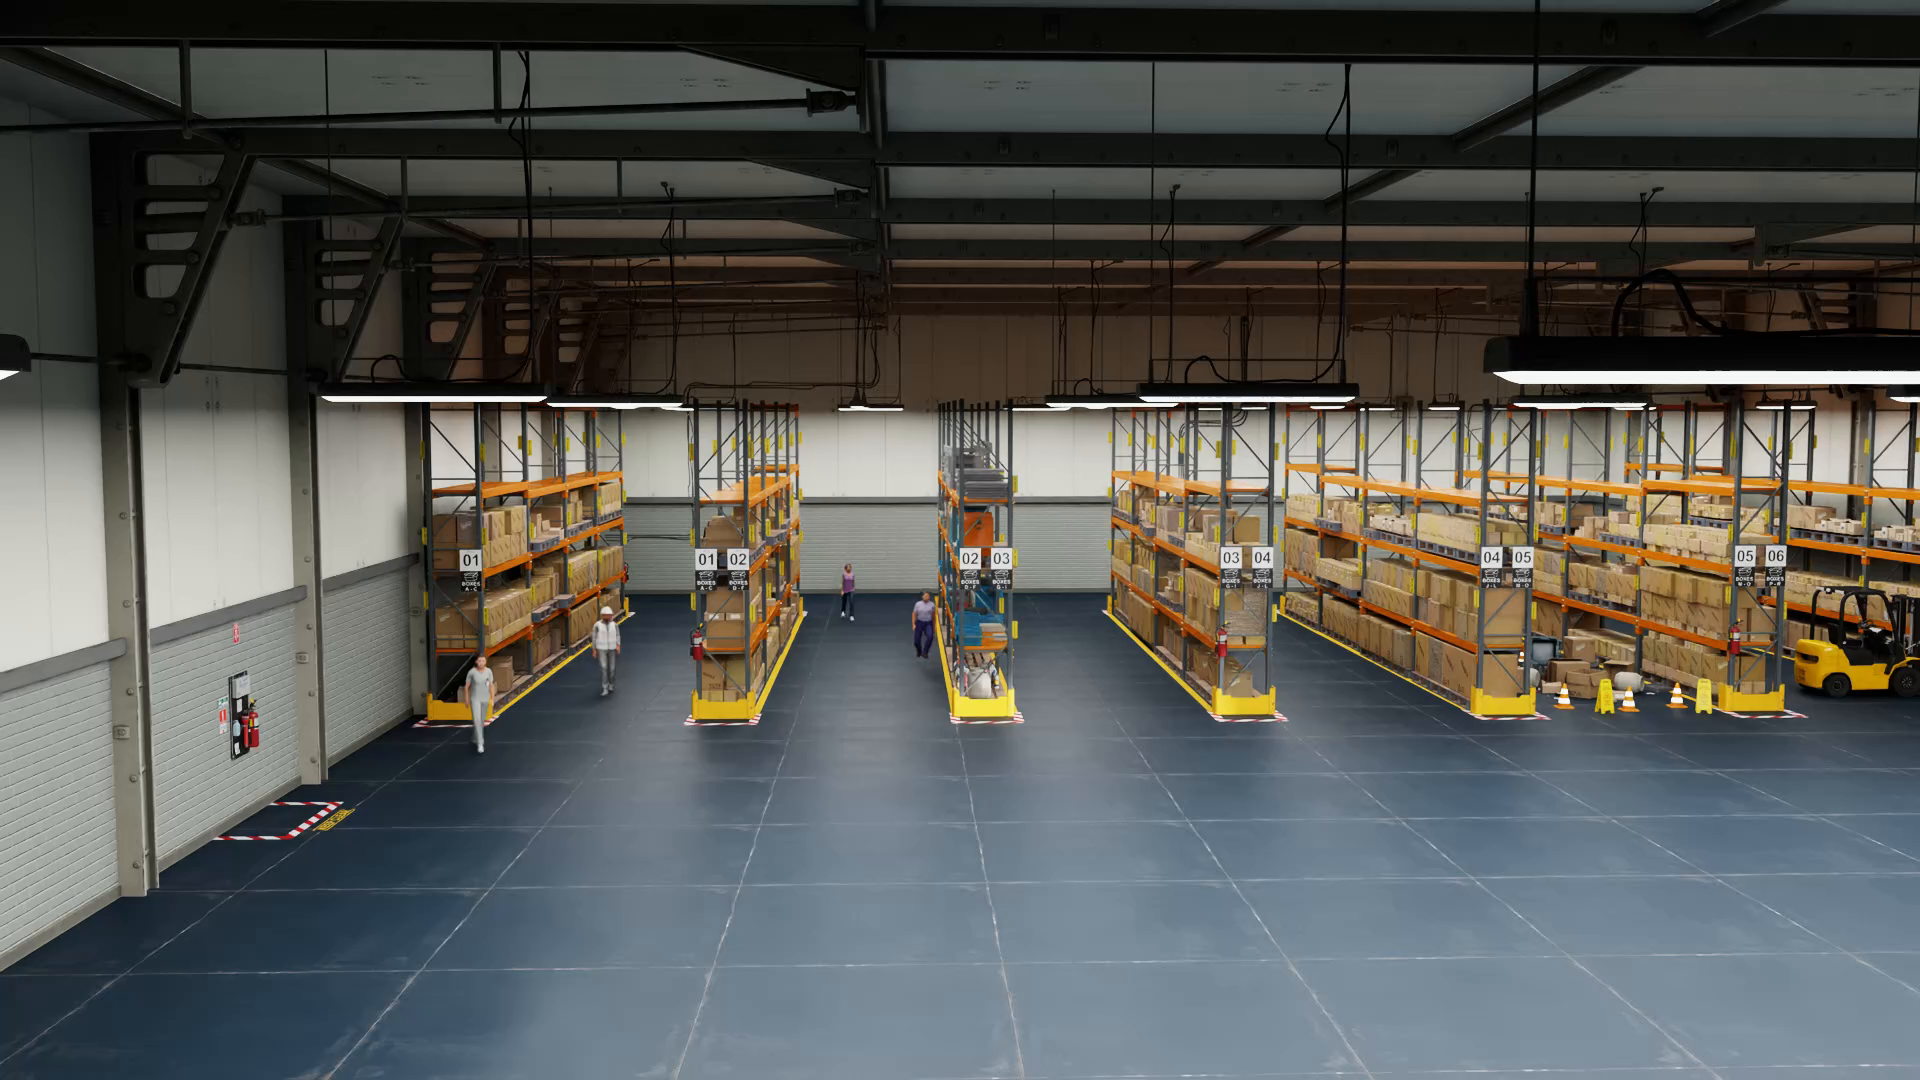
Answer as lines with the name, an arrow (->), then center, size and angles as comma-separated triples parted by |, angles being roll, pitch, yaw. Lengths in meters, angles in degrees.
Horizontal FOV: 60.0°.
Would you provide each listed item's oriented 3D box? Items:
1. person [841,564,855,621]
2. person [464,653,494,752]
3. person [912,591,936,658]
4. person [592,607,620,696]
person -> -3.110, 1.439, 46.136 | 0.423, 1.526, 0.868 | -1, 4, -11
person -> -8.172, 2.731, 28.336 | 0.484, 1.624, 0.925 | -4, 6, -41
person -> -0.789, 1.891, 37.208 | 0.559, 1.514, 0.849 | 0, 4, -6
person -> -7.196, 2.271, 34.086 | 0.565, 1.771, 0.741 | -2, 5, -29
